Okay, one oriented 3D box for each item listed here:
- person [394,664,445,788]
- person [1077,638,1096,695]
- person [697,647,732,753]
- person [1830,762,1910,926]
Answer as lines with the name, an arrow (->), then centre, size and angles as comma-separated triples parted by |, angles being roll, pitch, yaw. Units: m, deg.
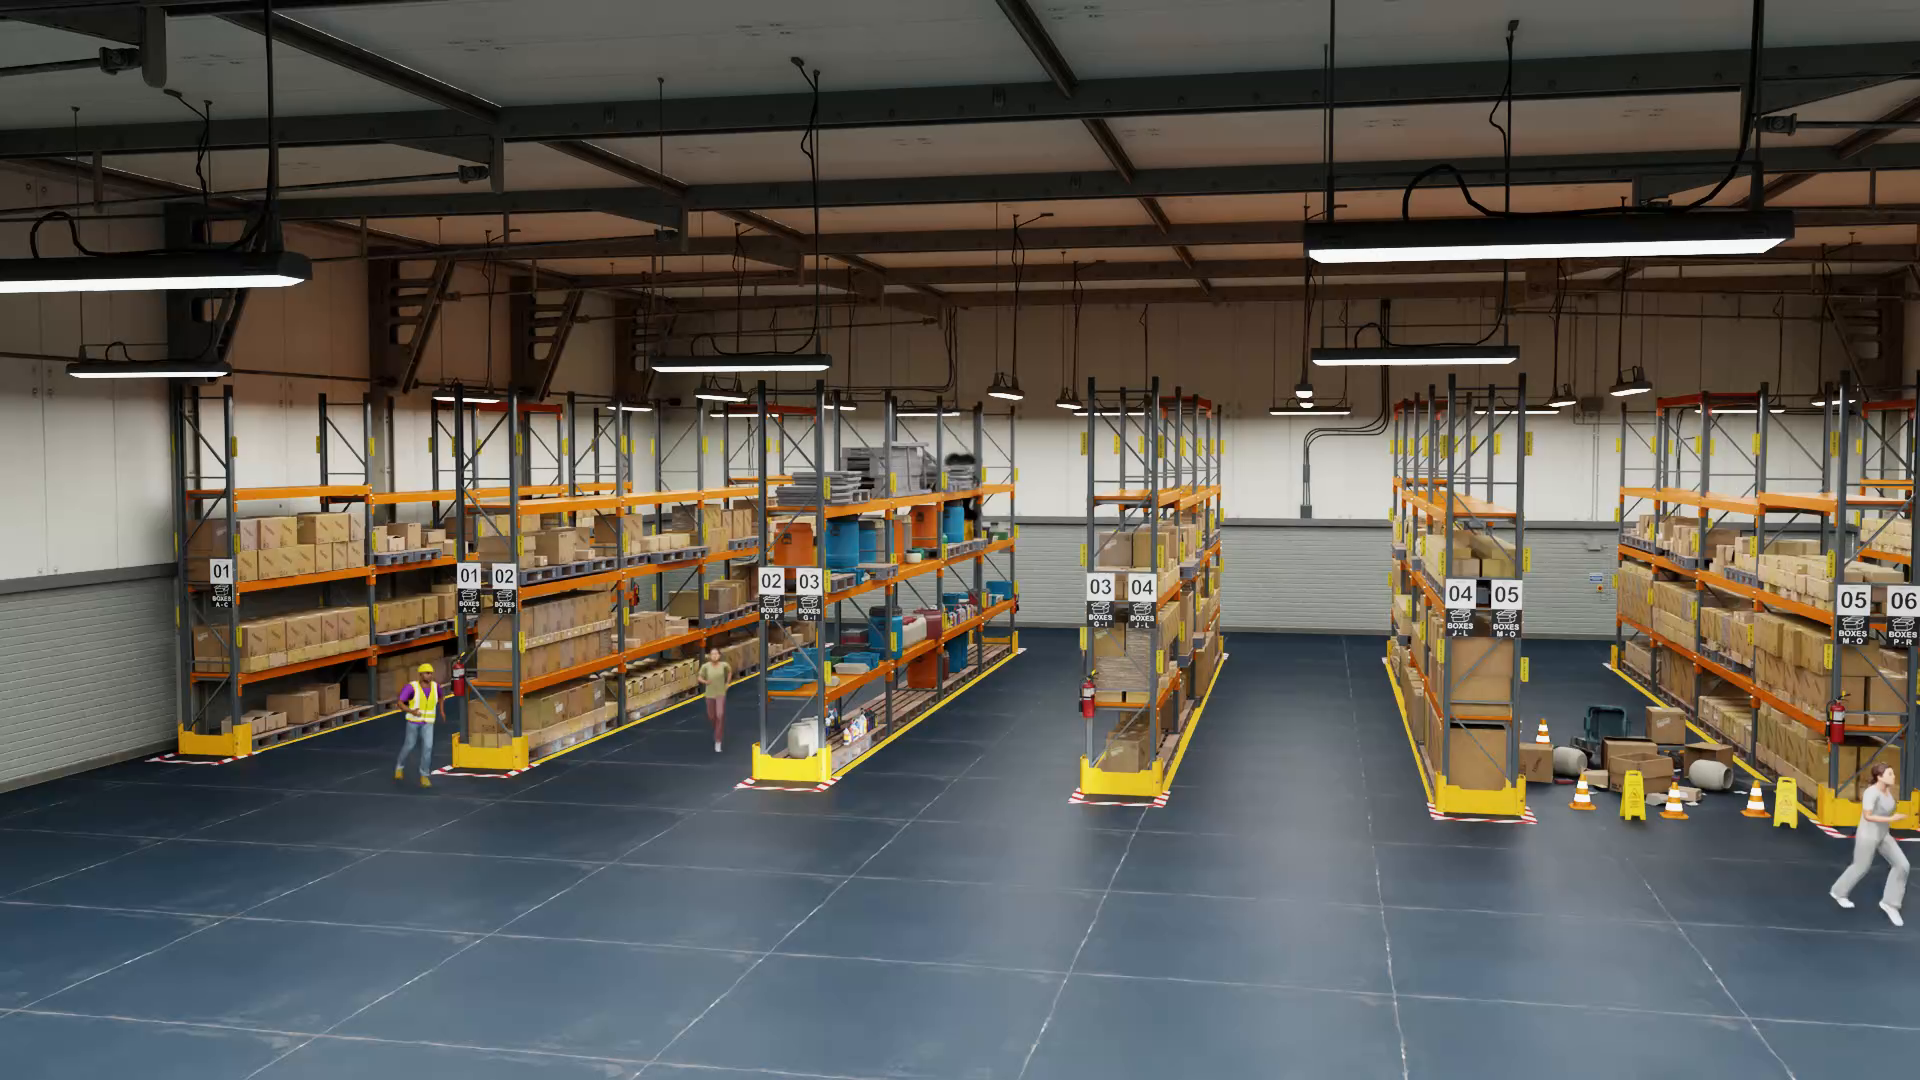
person -> -8.001, 2.735, 24.774 | 0.762, 1.794, 0.860 | -2, 4, -38
person -> 2.599, 2.344, 31.979 | 0.705, 1.727, 0.661 | 0, 3, 8
person -> -4.090, 2.631, 27.680 | 0.544, 1.709, 0.973 | 0, 3, 1
person -> 9.667, 3.184, 17.675 | 0.586, 1.701, 0.837 | -2, 4, -32
